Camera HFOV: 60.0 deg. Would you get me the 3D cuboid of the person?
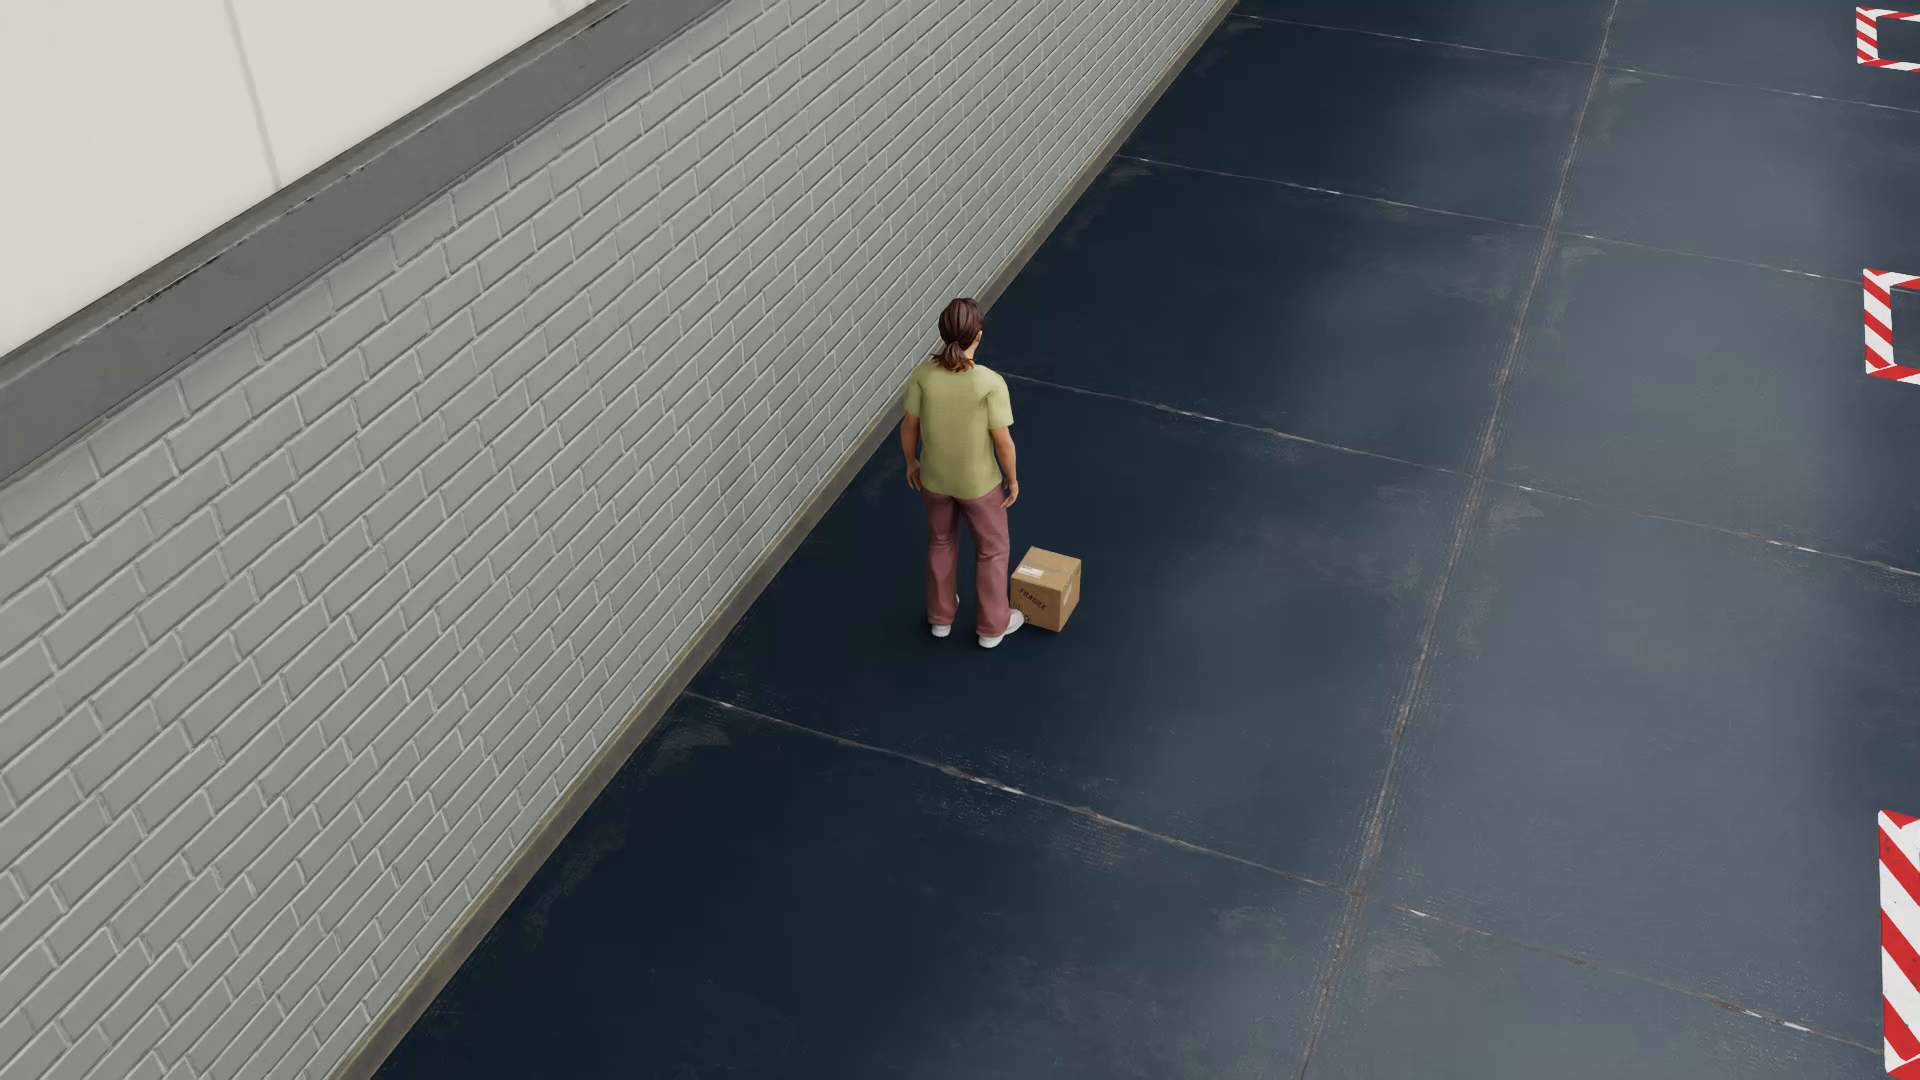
[{"bbox_3d":[0.015,-0.270,7.170,0.522,1.672,0.356,12,39,15],"label":"person"}]
